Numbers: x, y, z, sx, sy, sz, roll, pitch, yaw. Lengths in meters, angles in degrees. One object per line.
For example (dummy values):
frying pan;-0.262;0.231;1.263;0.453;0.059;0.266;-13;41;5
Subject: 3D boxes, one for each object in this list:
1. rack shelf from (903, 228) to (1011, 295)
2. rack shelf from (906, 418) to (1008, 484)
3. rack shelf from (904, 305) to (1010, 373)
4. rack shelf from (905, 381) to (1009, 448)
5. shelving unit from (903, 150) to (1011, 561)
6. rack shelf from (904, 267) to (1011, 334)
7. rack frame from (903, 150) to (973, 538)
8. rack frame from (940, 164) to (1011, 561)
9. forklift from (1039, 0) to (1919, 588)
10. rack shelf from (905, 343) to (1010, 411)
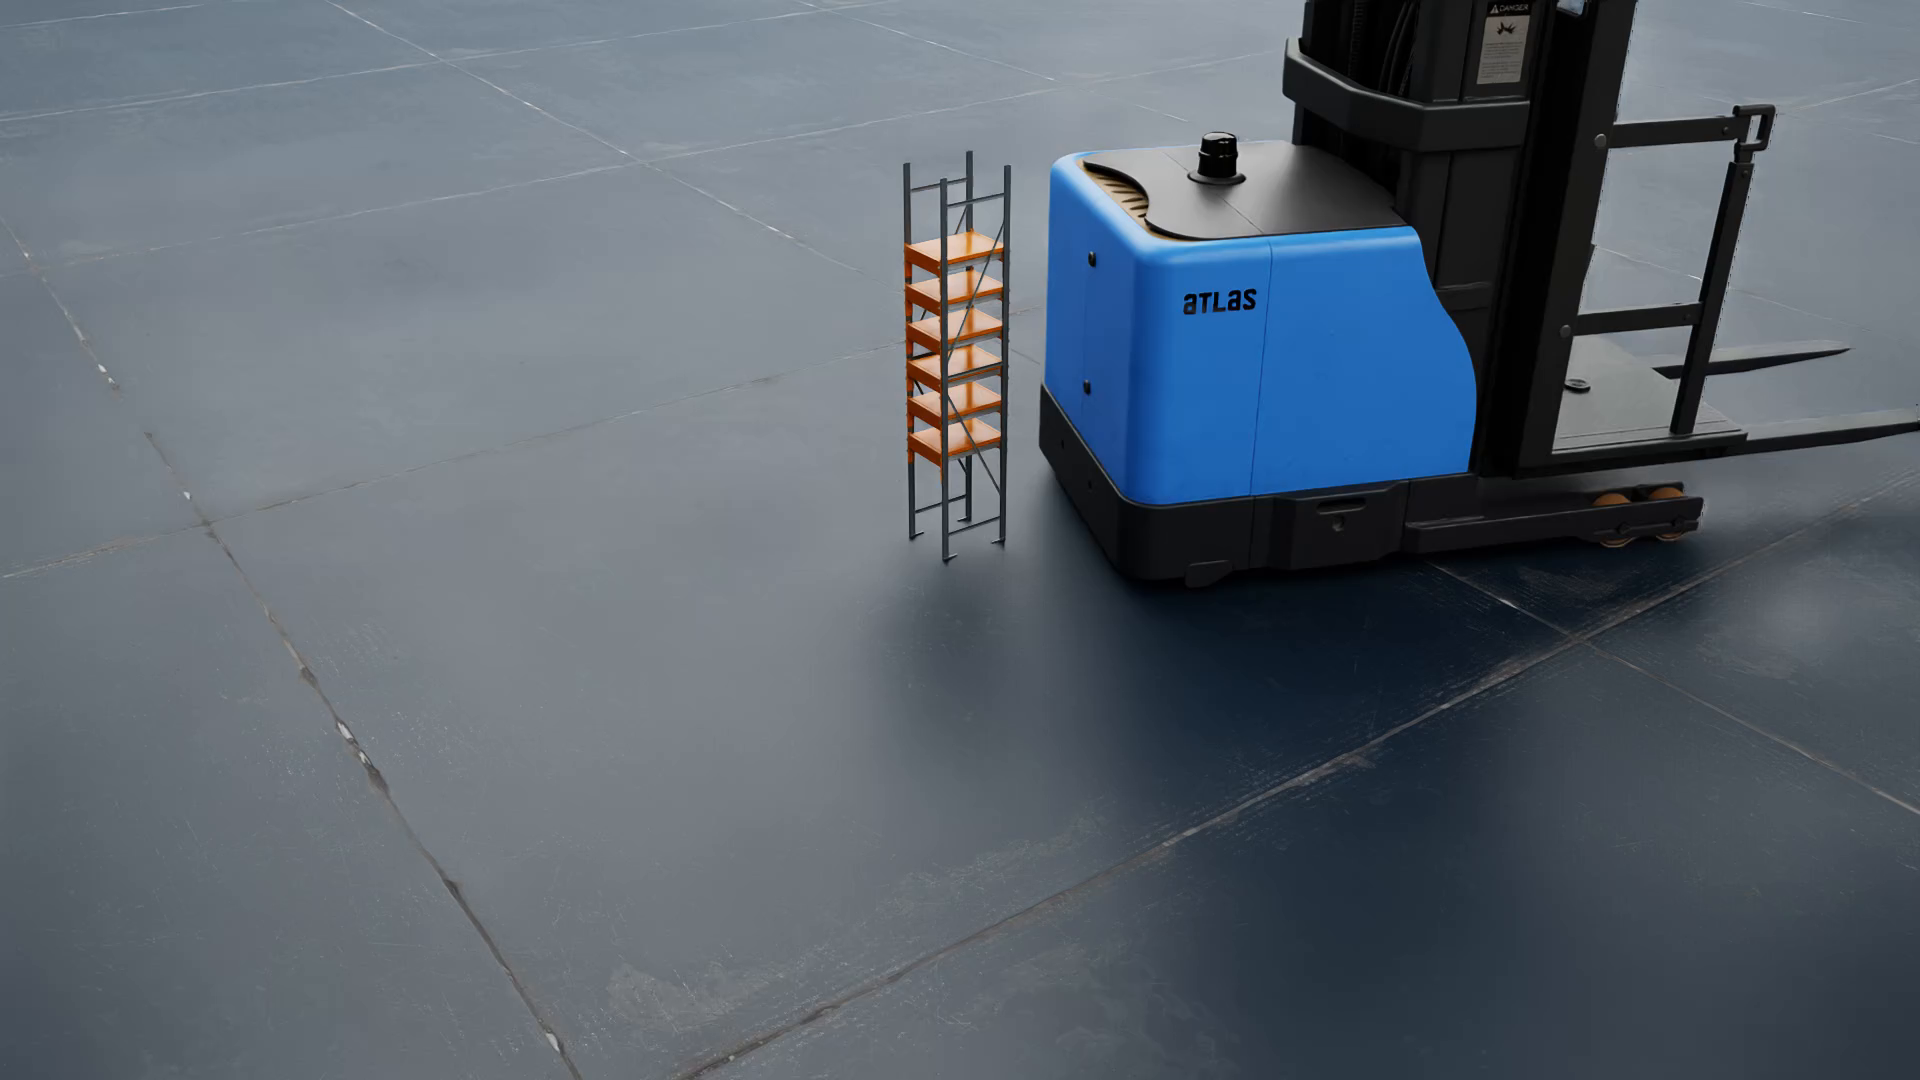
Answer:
rack shelf;-0.008;-0.810;4.823;0.258;0.103;0.180;-19;34;-31
rack shelf;-0.008;-0.283;5.110;0.258;0.103;0.180;-19;34;-31
rack shelf;-0.008;-0.599;4.938;0.258;0.103;0.180;-19;34;-31
rack shelf;-0.008;-0.388;5.052;0.258;0.103;0.180;-19;34;-31
shelving unit;-0.008;-0.533;4.974;0.258;1.200;0.189;-19;34;-31
rack shelf;-0.008;-0.705;4.881;0.258;0.103;0.180;-19;34;-31
rack frame;-0.061;-0.568;5.040;0.240;1.200;0.006;-19;34;-31
rack frame;0.045;-0.497;4.909;0.240;1.200;0.006;-19;34;-31
forklift;1.843;-1.503;4.946;3.031;2.935;1.130;-6;29;-11
rack shelf;-0.008;-0.494;4.995;0.258;0.103;0.180;-19;34;-31
